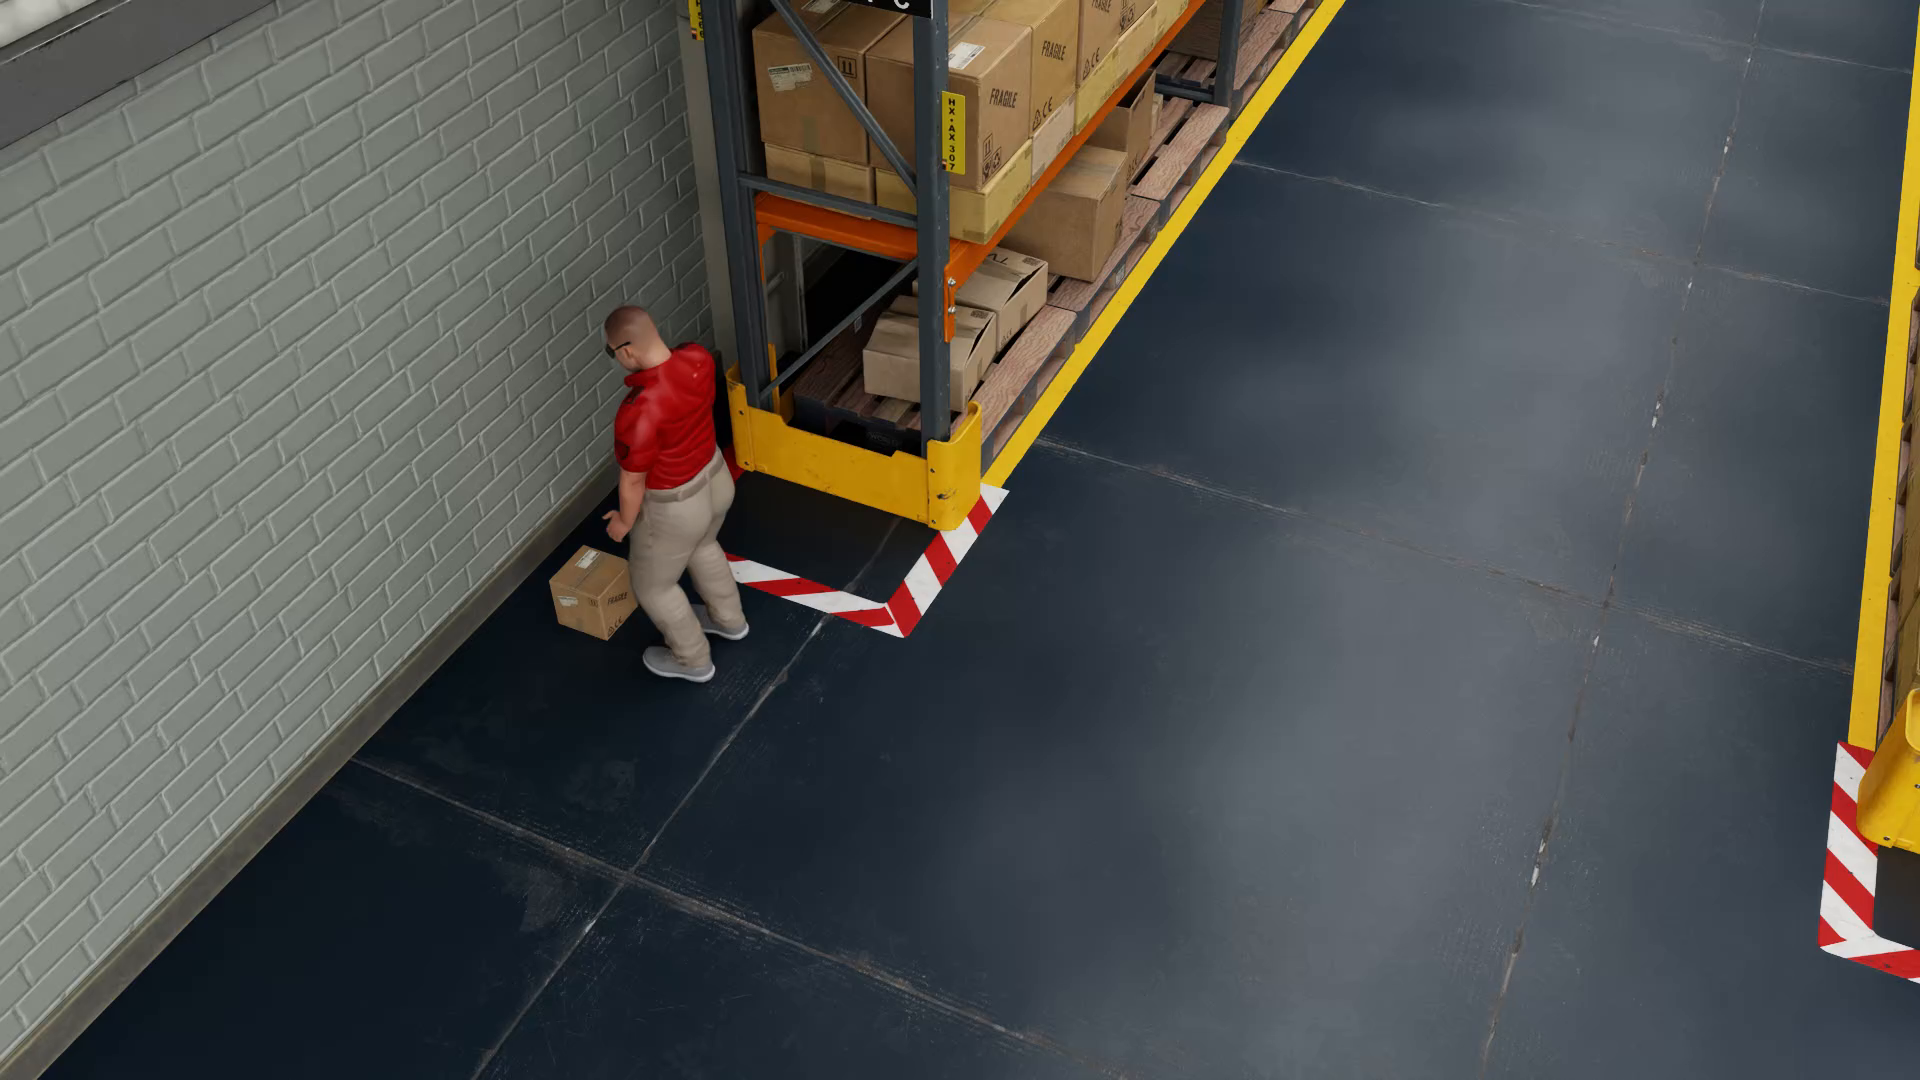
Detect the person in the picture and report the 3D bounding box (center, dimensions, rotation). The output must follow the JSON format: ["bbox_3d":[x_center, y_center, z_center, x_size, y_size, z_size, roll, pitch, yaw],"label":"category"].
[{"bbox_3d":[-1.100,-0.156,6.378,0.383,1.699,0.547,18,45,19],"label":"person"}]
